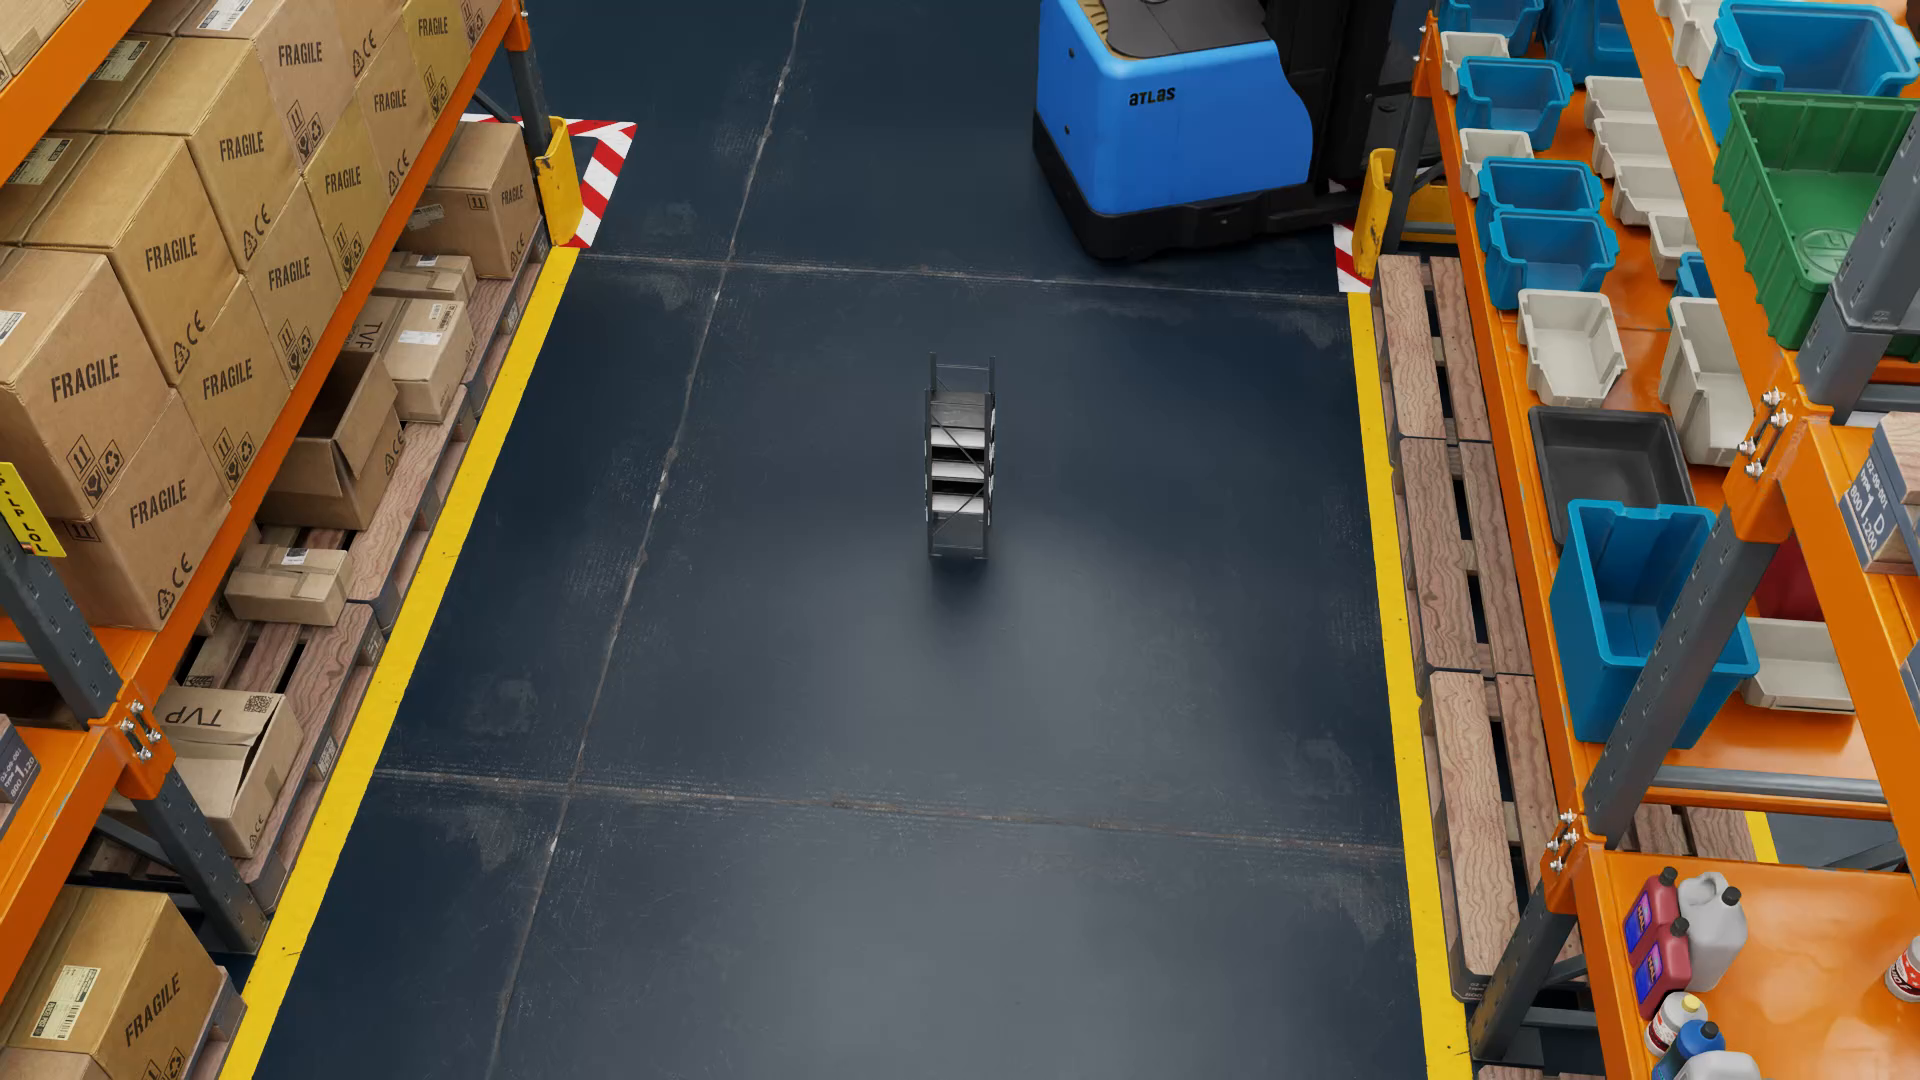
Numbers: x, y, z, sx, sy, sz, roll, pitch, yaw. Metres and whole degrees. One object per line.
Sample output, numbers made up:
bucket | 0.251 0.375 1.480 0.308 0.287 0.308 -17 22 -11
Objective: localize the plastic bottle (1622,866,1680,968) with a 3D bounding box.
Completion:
plastic bottle | 1.660 0.900 3.973 0.061 0.283 0.133 4 48 4

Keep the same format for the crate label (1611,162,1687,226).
crate label | 2.547 -1.221 5.972 0.396 0.136 0.243 4 48 4

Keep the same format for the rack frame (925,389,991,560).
rack frame | -0.009 -0.235 6.355 0.240 0.900 0.006 4 48 4

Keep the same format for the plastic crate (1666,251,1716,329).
plastic crate | 2.551 -0.757 5.482 0.416 0.233 0.300 4 48 4

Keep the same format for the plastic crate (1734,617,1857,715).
plastic crate | 2.303 0.357 4.529 0.396 0.136 0.243 4 48 4

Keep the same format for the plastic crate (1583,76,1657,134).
plastic crate | 2.589 -1.639 6.354 0.396 0.136 0.243 4 48 4

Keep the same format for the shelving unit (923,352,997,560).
shelving unit | 0.001 -0.310 6.423 0.258 0.900 0.210 4 48 4

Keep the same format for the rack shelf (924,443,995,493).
rack shelf | 0.001 -0.287 6.448 0.258 0.077 0.200 4 48 4

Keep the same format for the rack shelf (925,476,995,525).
rack shelf | 0.001 -0.166 6.581 0.258 0.077 0.200 4 48 4

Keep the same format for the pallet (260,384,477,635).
pallet | -2.642 -0.178 6.770 1.003 0.211 1.213 4 48 4

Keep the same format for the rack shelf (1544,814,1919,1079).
rack shelf | 1.936 2.333 3.071 1.077 0.370 4.000 4 48 4

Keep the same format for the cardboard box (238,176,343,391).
cardboard box | -2.405 -0.850 5.426 0.500 0.500 0.500 4 48 3

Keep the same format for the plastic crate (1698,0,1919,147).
plastic crate | 1.884 -1.026 3.736 0.416 0.233 0.300 4 48 4

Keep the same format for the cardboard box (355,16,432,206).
cardboard box | -2.314 -1.594 6.107 0.500 0.500 0.500 4 48 4

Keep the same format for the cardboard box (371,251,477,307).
cardboard box | -2.380 -1.140 7.381 0.380 0.166 0.250 4 48 4

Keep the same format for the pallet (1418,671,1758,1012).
pallet | 2.147 1.018 5.676 1.003 0.211 1.213 4 48 4

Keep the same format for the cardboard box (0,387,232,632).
cardboard box | -2.496 -0.106 4.746 0.500 0.500 0.500 5 48 5

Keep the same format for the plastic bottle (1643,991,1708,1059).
plastic bottle | 1.656 1.112 3.835 0.097 0.201 0.097 0 48 0

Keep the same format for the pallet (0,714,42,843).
pallet | -2.995 0.929 3.998 1.003 0.211 1.213 4 48 4

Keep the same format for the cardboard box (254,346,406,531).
cardboard box | -2.648 -0.403 6.479 0.797 0.503 0.637 4 48 4

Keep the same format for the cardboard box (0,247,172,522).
cardboard box | -2.491 -0.414 4.351 0.500 0.500 0.500 5 48 5

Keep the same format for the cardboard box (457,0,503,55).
cardboard box | -2.219 -2.341 6.791 0.500 0.500 0.500 5 48 5

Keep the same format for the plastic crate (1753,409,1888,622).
plastic crate | 2.450 -0.061 4.689 0.402 0.464 0.583 4 48 4

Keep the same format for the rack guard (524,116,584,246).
rack guard | -2.456 -1.756 8.017 1.175 0.500 0.348 4 48 4

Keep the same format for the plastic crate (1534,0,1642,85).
plastic crate | 2.639 -2.093 6.567 0.616 0.435 0.499 4 48 4

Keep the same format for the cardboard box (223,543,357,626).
cardboard box | -2.491 0.162 6.191 0.380 0.166 0.250 4 48 4

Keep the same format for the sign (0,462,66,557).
sign | -2.261 -0.072 3.998 0.100 0.325 0.005 4 48 4

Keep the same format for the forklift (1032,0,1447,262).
forklift | 1.944 -2.926 7.440 3.031 2.935 1.130 -12 49 -10

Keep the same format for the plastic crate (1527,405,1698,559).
plastic crate | 1.953 -0.148 4.998 0.437 0.125 0.590 4 48 4

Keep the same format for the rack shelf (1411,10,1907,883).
rack shelf | 2.301 -0.607 5.760 1.077 0.370 4.000 4 48 4

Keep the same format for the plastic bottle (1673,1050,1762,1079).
plastic bottle | 1.664 1.245 3.662 0.152 0.276 0.135 4 48 4

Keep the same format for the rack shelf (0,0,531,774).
rack shelf | -2.631 -0.943 6.067 1.077 0.370 4.000 4 48 4

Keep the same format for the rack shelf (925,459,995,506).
rack shelf | 0.001 -0.226 6.514 0.258 0.077 0.200 4 48 4

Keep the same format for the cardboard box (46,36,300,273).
cardboard box | -2.397 -1.171 5.043 0.500 0.500 0.500 3 48 2

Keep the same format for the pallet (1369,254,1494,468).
pallet | 2.369 -0.775 7.315 1.003 0.211 1.213 4 48 4

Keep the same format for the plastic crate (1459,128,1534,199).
plastic crate | 1.959 -1.362 6.101 0.250 0.136 0.298 4 48 4

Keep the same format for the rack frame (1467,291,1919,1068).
rack frame | 2.119 0.620 4.150 1.000 3.000 0.127 4 48 4

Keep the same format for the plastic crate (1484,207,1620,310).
plastic crate | 1.986 -0.936 5.646 0.416 0.233 0.300 4 48 4

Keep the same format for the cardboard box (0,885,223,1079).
cardboard box | -2.573 1.361 4.868 0.500 0.500 0.500 4 48 3

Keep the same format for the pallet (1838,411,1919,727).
pallet | 2.145 0.254 2.580 1.213 0.211 1.003 4 48 4

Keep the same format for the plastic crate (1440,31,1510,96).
plastic crate | 2.021 -1.861 6.557 0.250 0.136 0.298 4 48 4

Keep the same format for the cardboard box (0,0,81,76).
cardboard box | -2.473 -1.385 4.053 0.500 0.250 0.500 4 48 4

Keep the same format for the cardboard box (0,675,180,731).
cardboard box | -3.044 0.542 5.618 0.500 0.500 0.500 4 48 4

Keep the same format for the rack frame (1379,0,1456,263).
rack frame | 2.483 -2.319 6.838 1.000 3.000 0.127 4 48 4

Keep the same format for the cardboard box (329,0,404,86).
cardboard box | -2.304 -1.928 5.735 0.500 0.500 0.500 5 48 5

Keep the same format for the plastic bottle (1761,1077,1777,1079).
plastic bottle | 1.790 1.265 3.695 0.097 0.201 0.097 0 48 0
